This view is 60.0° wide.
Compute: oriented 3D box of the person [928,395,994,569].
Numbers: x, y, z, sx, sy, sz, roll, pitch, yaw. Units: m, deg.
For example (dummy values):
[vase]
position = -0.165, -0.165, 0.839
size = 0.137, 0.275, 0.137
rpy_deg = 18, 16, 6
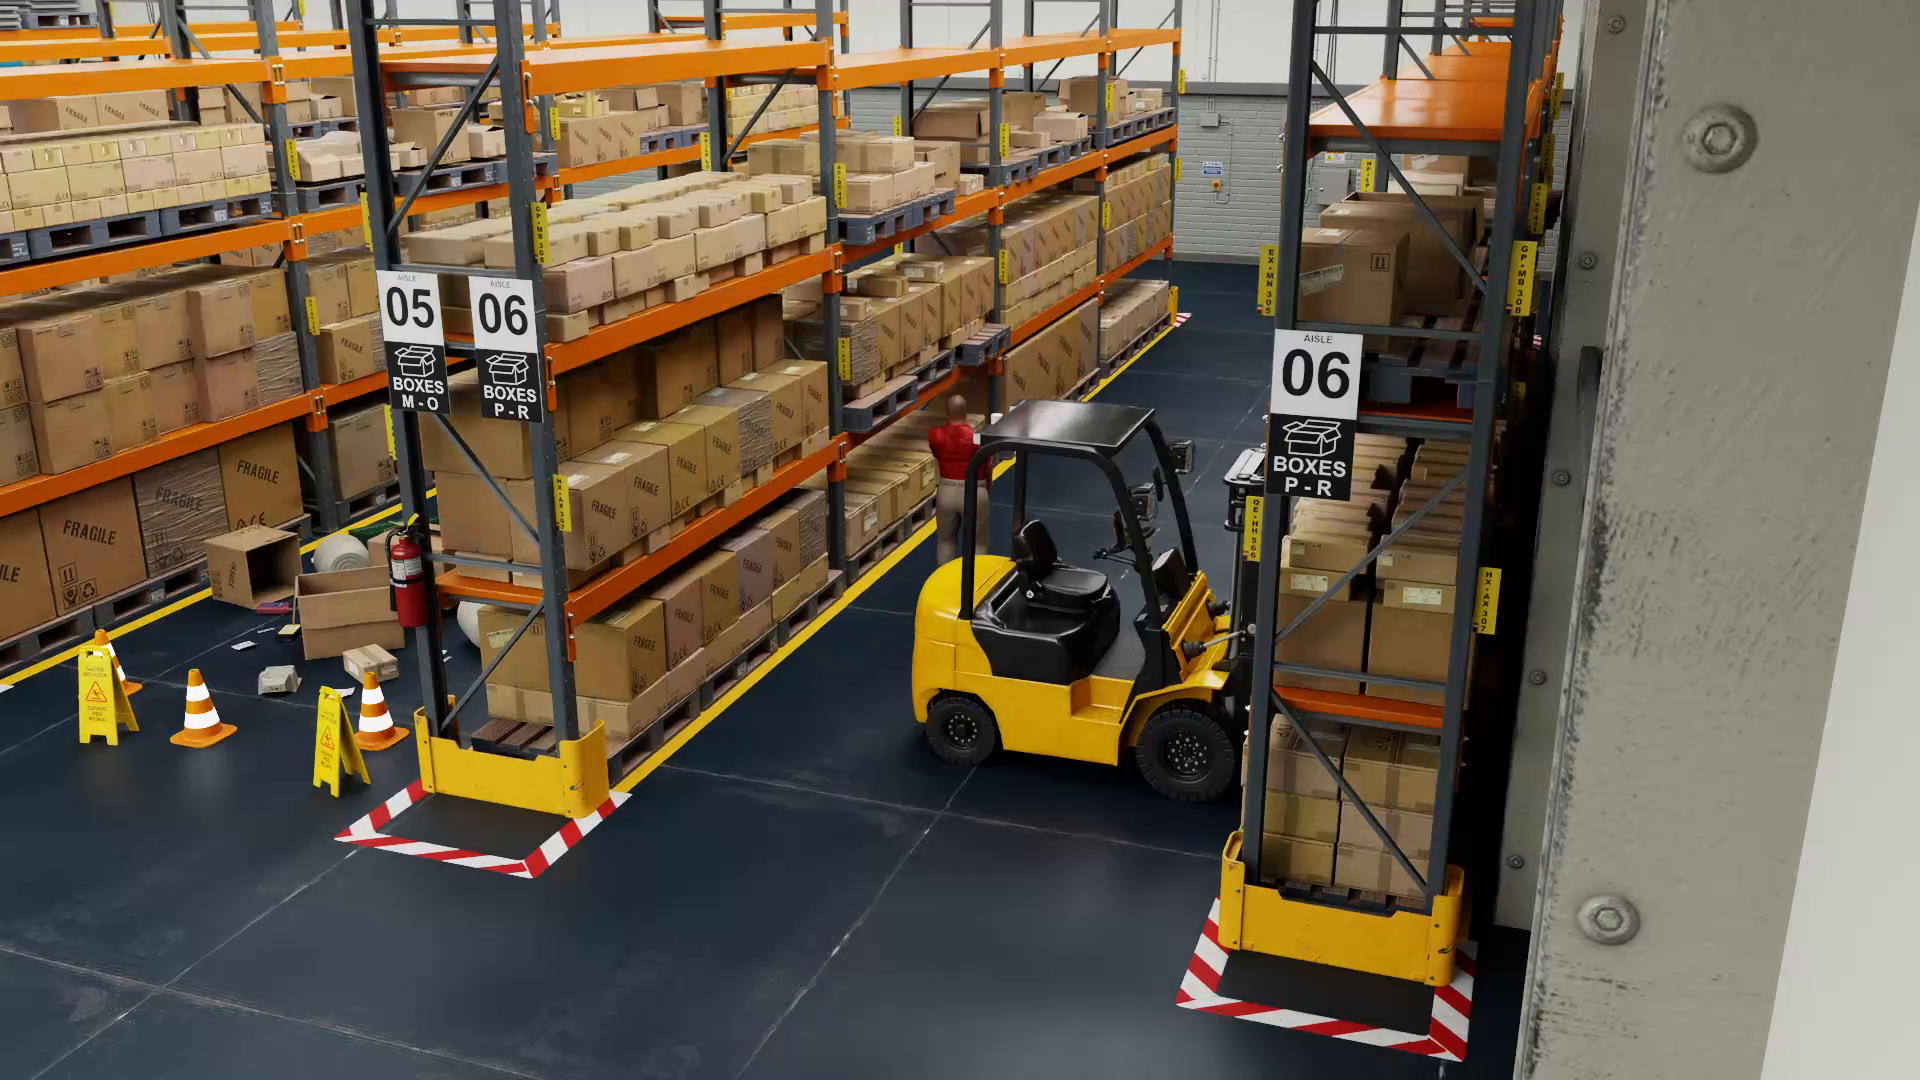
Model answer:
[person]
position = 0.032, -0.340, 13.122
size = 0.494, 1.714, 0.530
rpy_deg = 6, 19, 17
